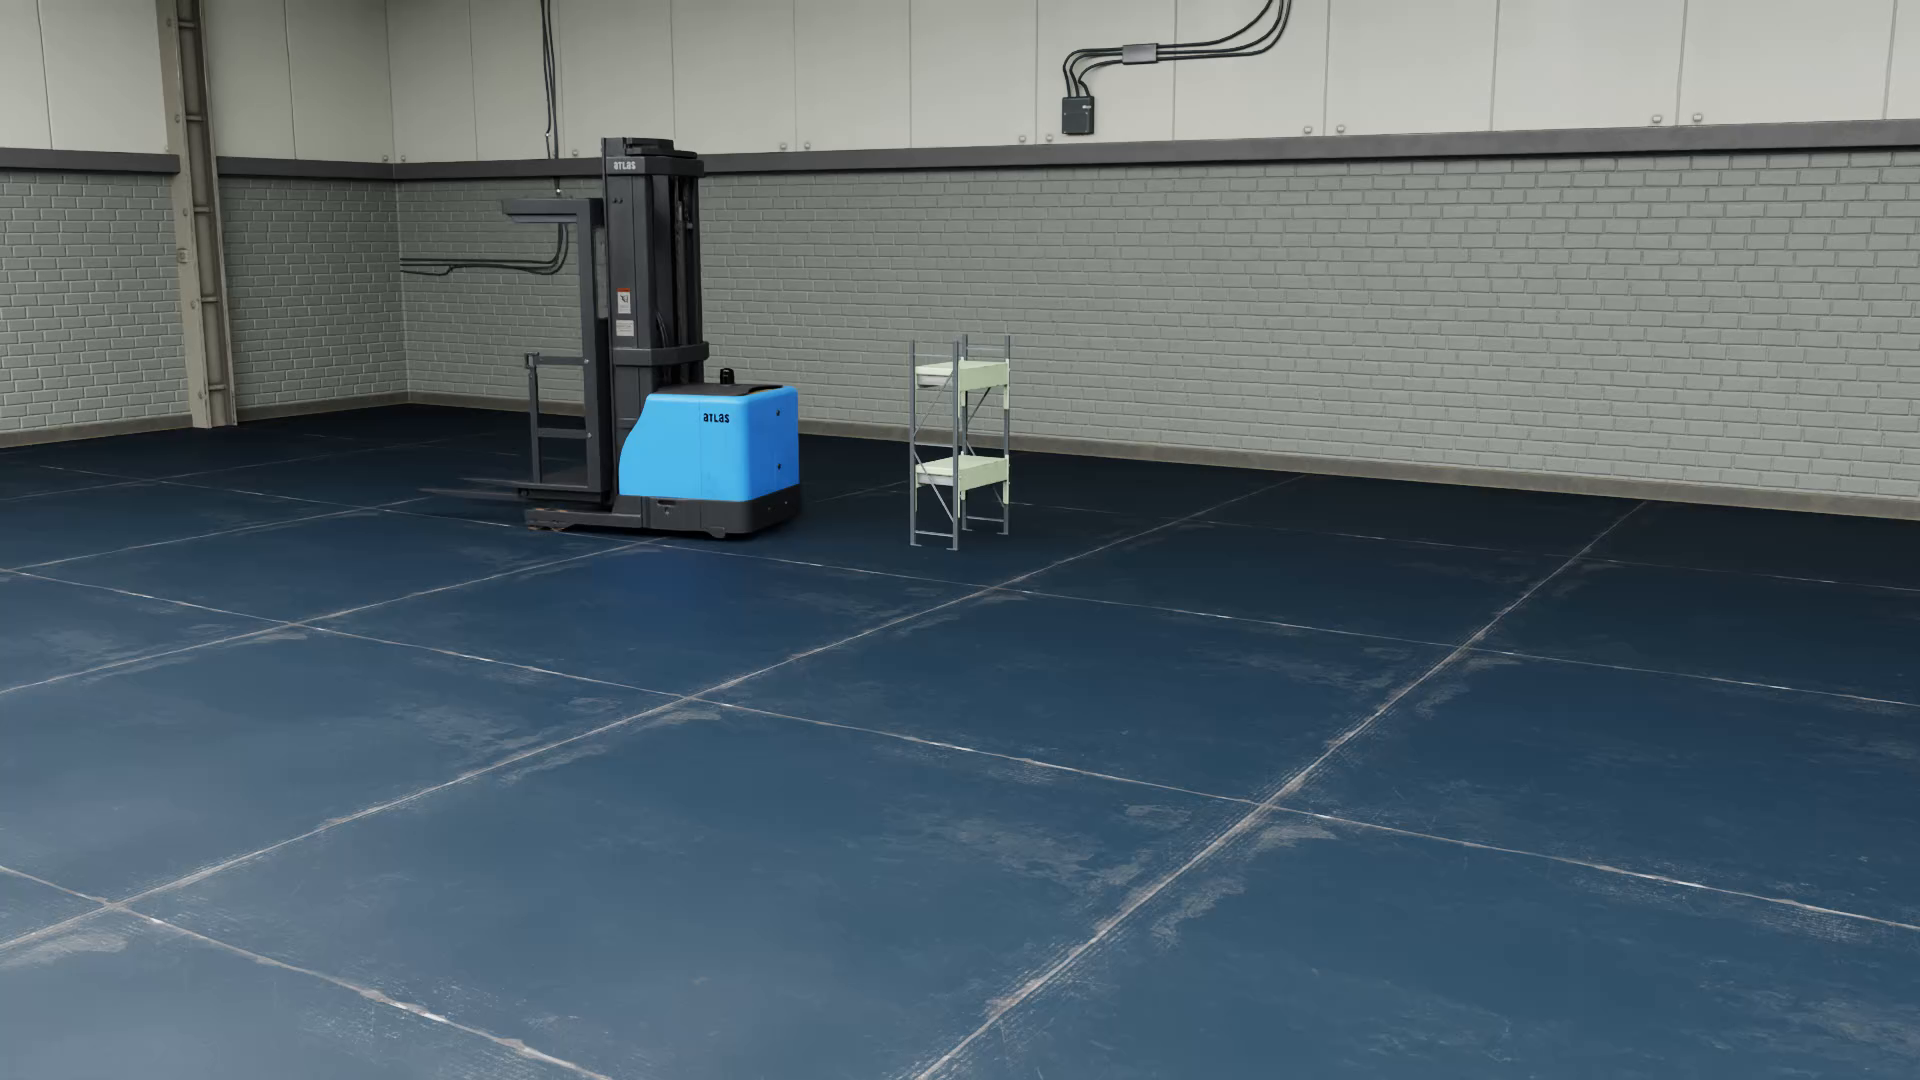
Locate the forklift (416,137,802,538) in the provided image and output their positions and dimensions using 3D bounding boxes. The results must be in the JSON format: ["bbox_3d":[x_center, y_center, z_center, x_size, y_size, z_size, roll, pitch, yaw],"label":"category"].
[{"bbox_3d":[-2.821,-1.592,12.910,3.031,2.935,1.130,4,11,19],"label":"forklift"}]

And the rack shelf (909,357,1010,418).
[{"bbox_3d":[0.003,-1.122,12.164,0.431,0.370,0.720,6,12,31],"label":"rack shelf"}]

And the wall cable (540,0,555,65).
[{"bbox_3d":[-3.784,-6.800,18.949,3.097,2.526,0.112,6,12,31],"label":"wall cable"}]

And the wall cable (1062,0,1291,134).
[{"bbox_3d":[2.009,-6.864,15.337,2.305,6.003,0.169,6,12,31],"label":"wall cable"}]

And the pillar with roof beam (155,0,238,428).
[{"bbox_3d":[-5.077,-5.354,16.511,9.100,9.000,0.400,6,12,31],"label":"pillar with roof beam"}]

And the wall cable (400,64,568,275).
[{"bbox_3d":[-6.096,-4.576,20.794,3.097,2.526,0.112,6,12,31],"label":"wall cable"}]

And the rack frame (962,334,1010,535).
[{"bbox_3d":[0.193,-0.796,12.544,0.400,1.500,0.023,6,12,31],"label":"rack frame"}]

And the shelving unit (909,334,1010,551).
[{"bbox_3d":[0.003,-0.738,12.236,0.431,1.500,0.755,6,12,31],"label":"shelving unit"}]

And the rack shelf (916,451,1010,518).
[{"bbox_3d":[0.003,-0.418,12.296,0.431,0.370,0.720,6,12,31],"label":"rack shelf"}]

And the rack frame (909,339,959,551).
[{"bbox_3d":[-0.187,-0.681,11.929,0.400,1.500,0.023,6,12,31],"label":"rack frame"}]
